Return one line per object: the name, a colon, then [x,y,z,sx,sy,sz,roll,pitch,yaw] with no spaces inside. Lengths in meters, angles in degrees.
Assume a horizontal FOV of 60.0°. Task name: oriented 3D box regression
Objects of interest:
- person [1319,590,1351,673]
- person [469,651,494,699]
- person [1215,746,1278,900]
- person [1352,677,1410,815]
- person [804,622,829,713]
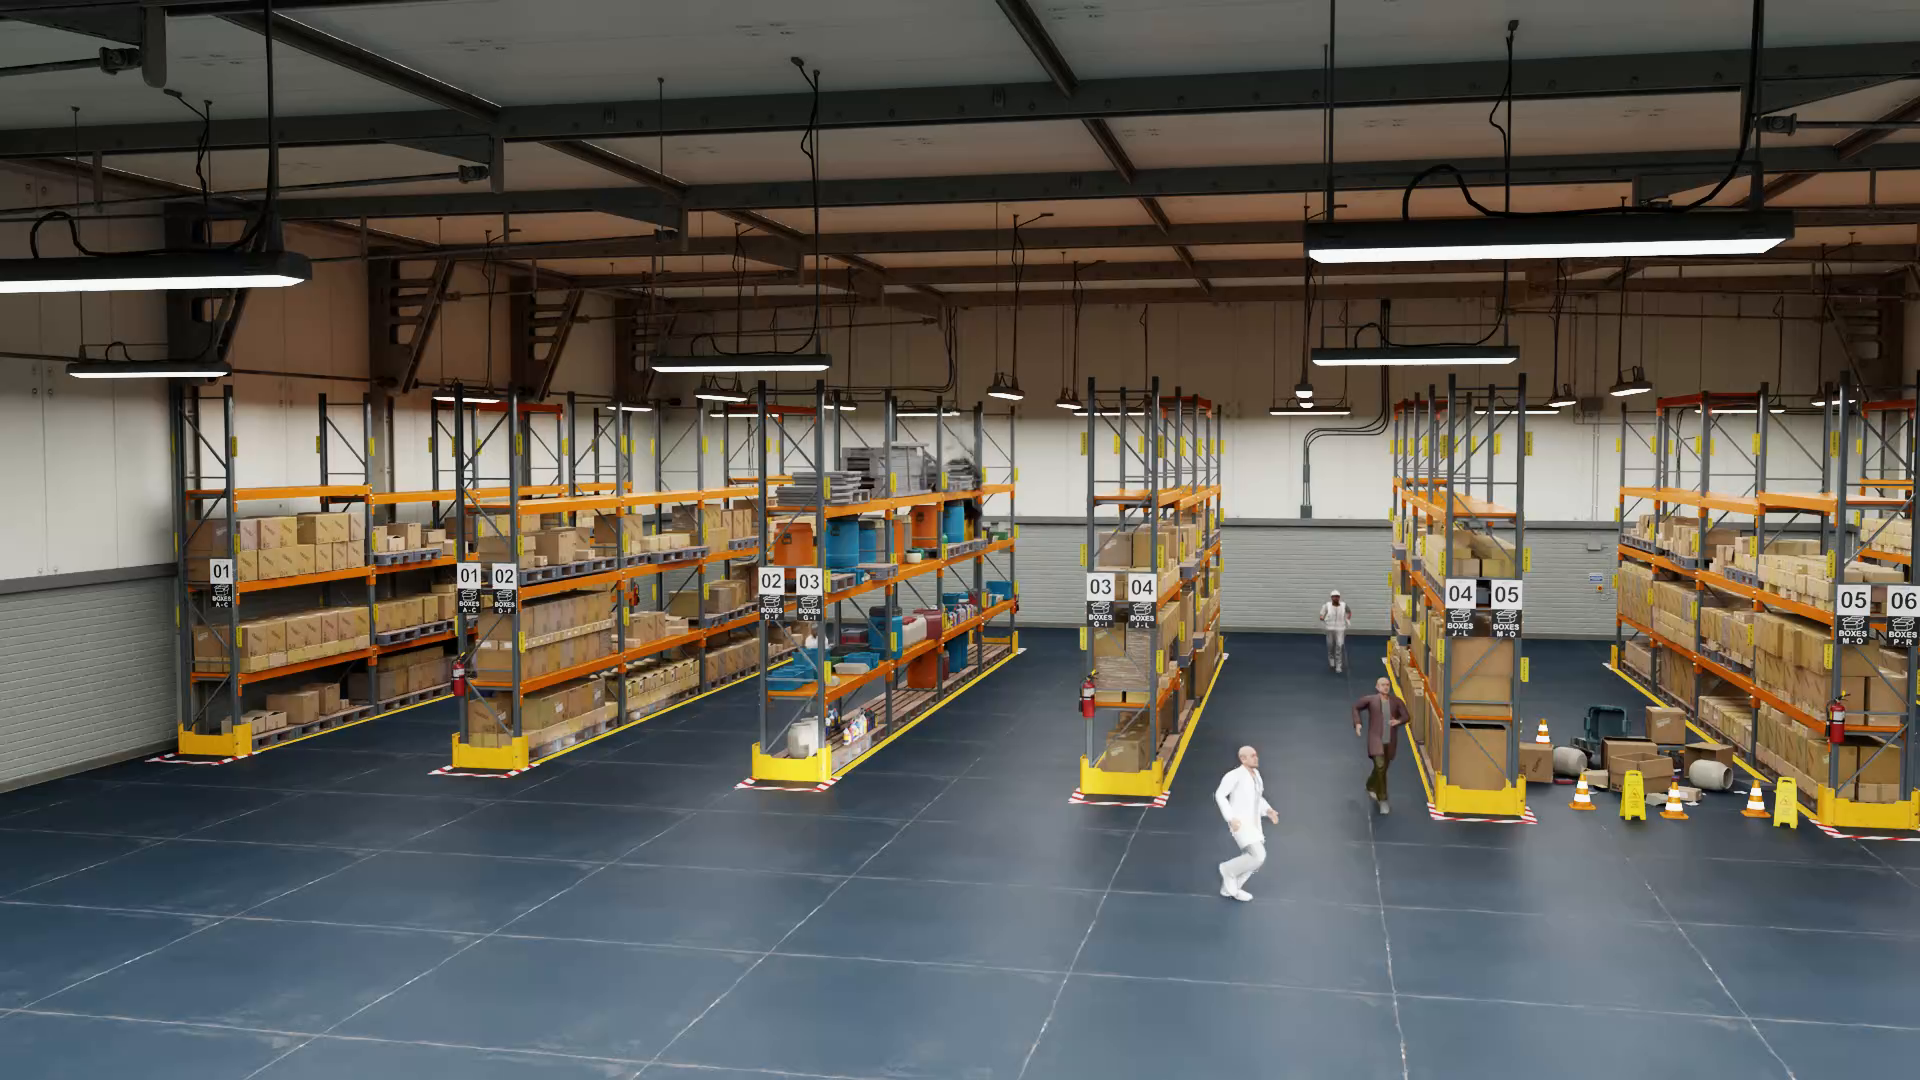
person: [8.339,2.005,36.976,0.688,1.777,1.012,1,3,13]
person: [-8.439,2.546,29.593,0.607,1.648,0.841,0,3,6]
person: [3.155,3.122,18.295,0.653,1.715,0.660,3,4,40]
person: [5.873,2.818,23.080,0.748,1.823,0.948,-1,3,-12]
person: [-2.732,2.377,31.443,0.579,1.678,0.941,1,3,12]
